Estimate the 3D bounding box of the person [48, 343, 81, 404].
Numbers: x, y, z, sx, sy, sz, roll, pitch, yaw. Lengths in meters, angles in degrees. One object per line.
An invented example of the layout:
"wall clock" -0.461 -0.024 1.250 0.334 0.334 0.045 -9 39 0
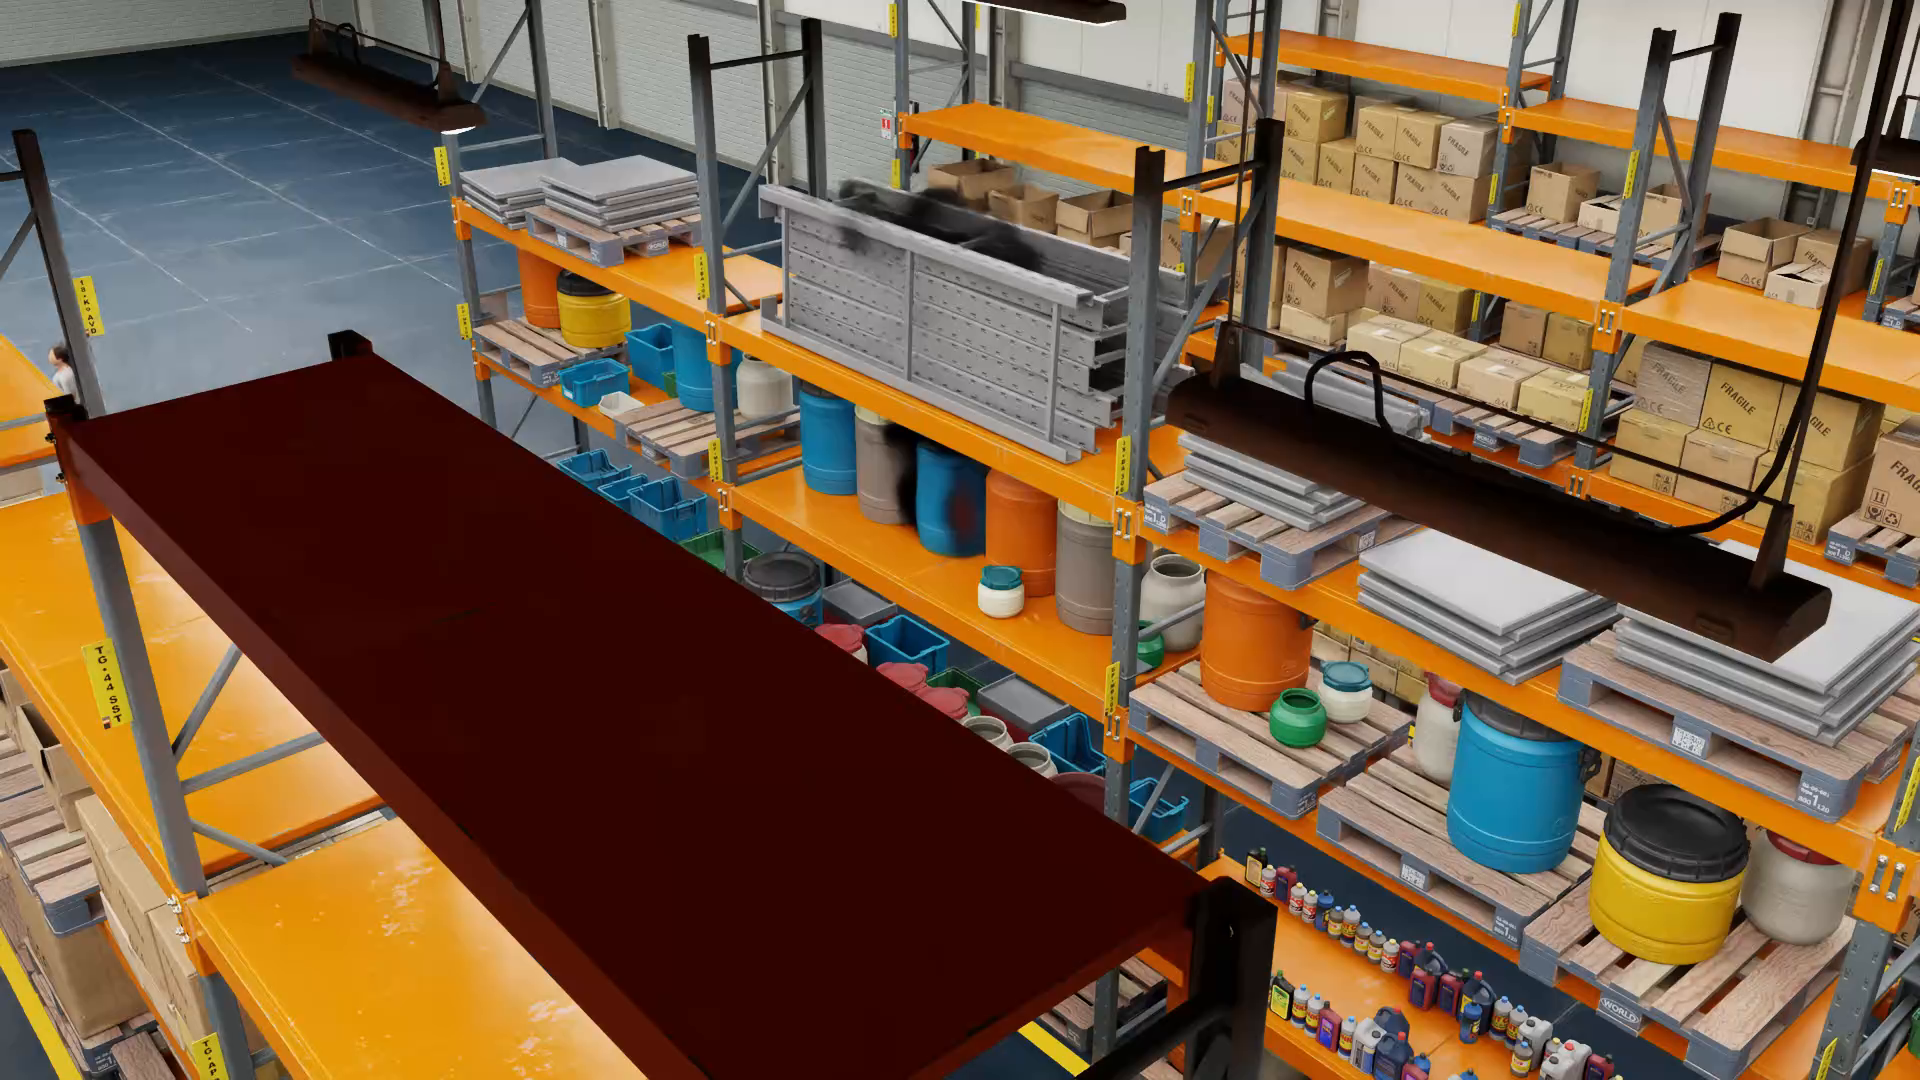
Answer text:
"person" -9.924 -1.414 18.540 0.538 1.624 0.534 -10 29 -20
